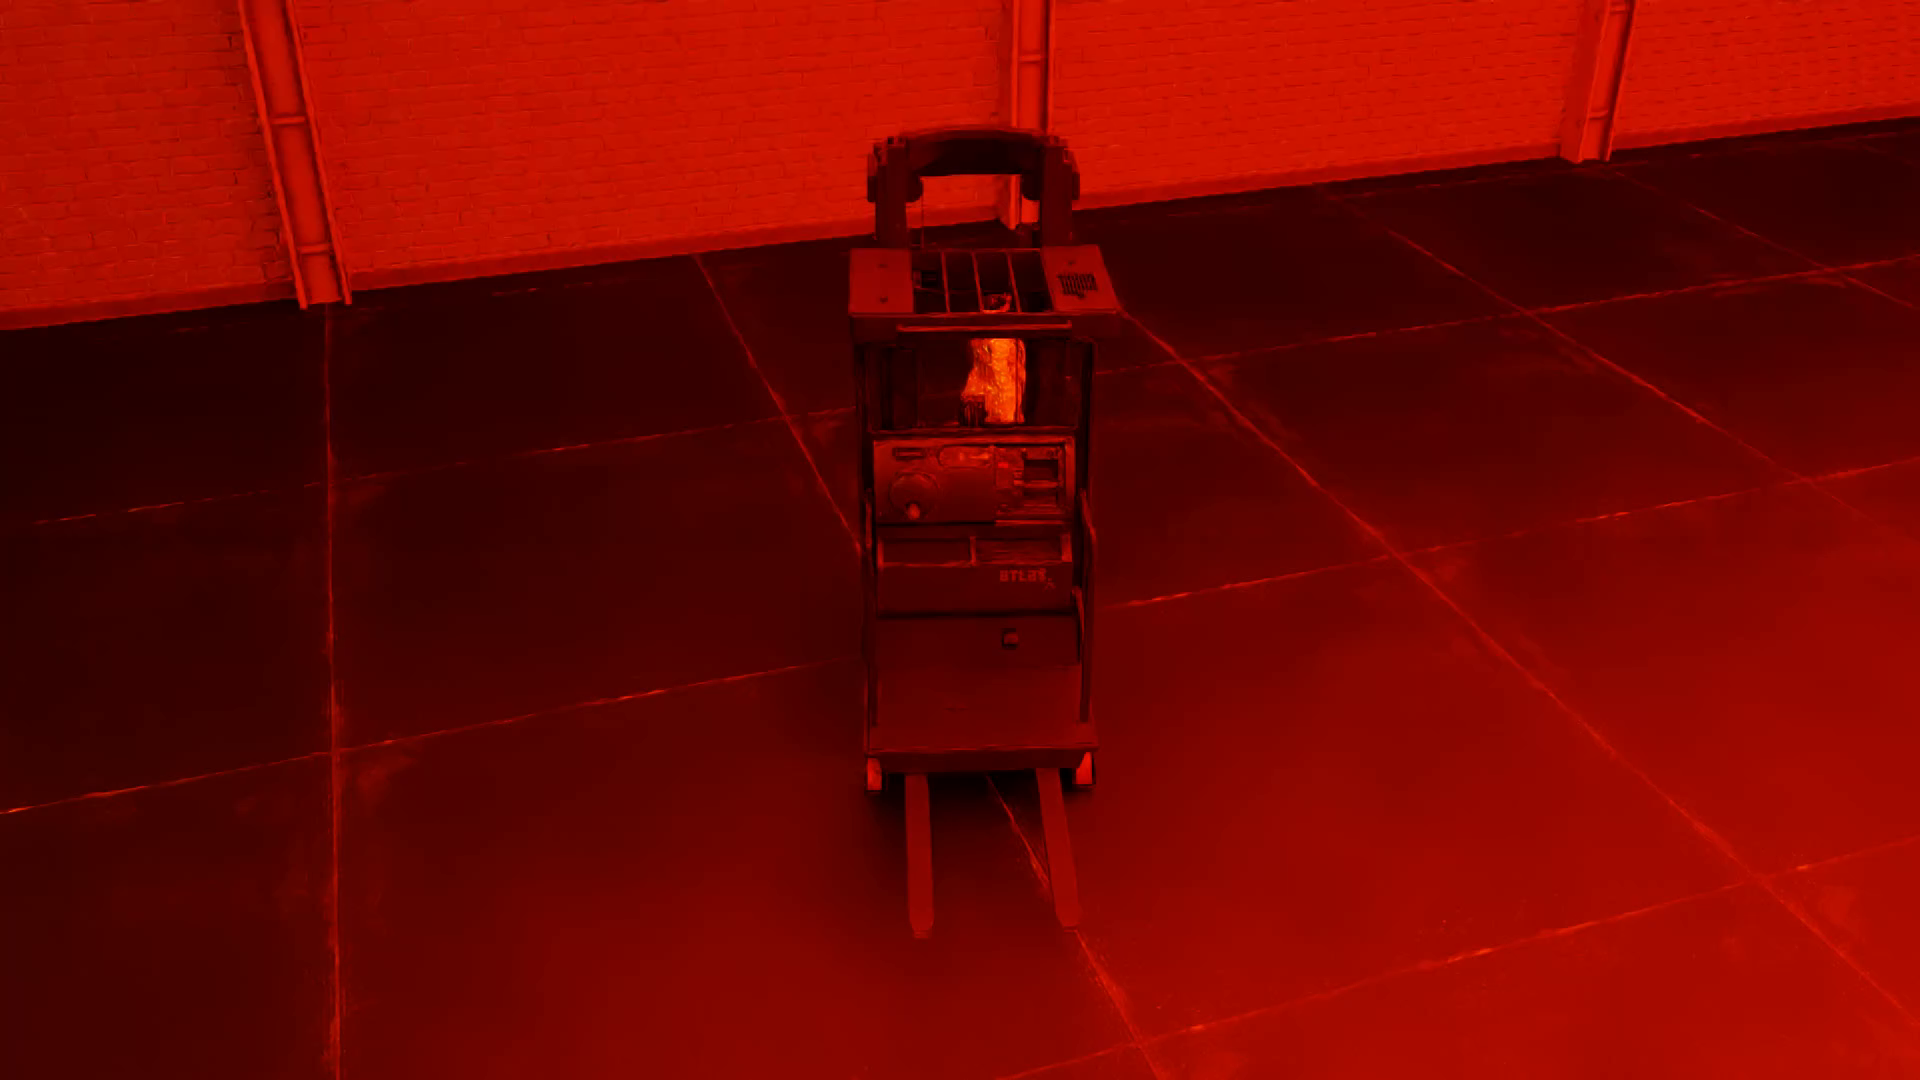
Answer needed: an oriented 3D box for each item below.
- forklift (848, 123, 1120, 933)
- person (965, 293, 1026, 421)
[{"bbox_3d":[0.079,-0.238,7.500,1.130,2.935,3.031,-1,30,-2],"label":"forklift"},{"bbox_3d":[0.304,-0.791,9.711,0.830,1.619,0.617,-12,32,-20],"label":"person"}]
